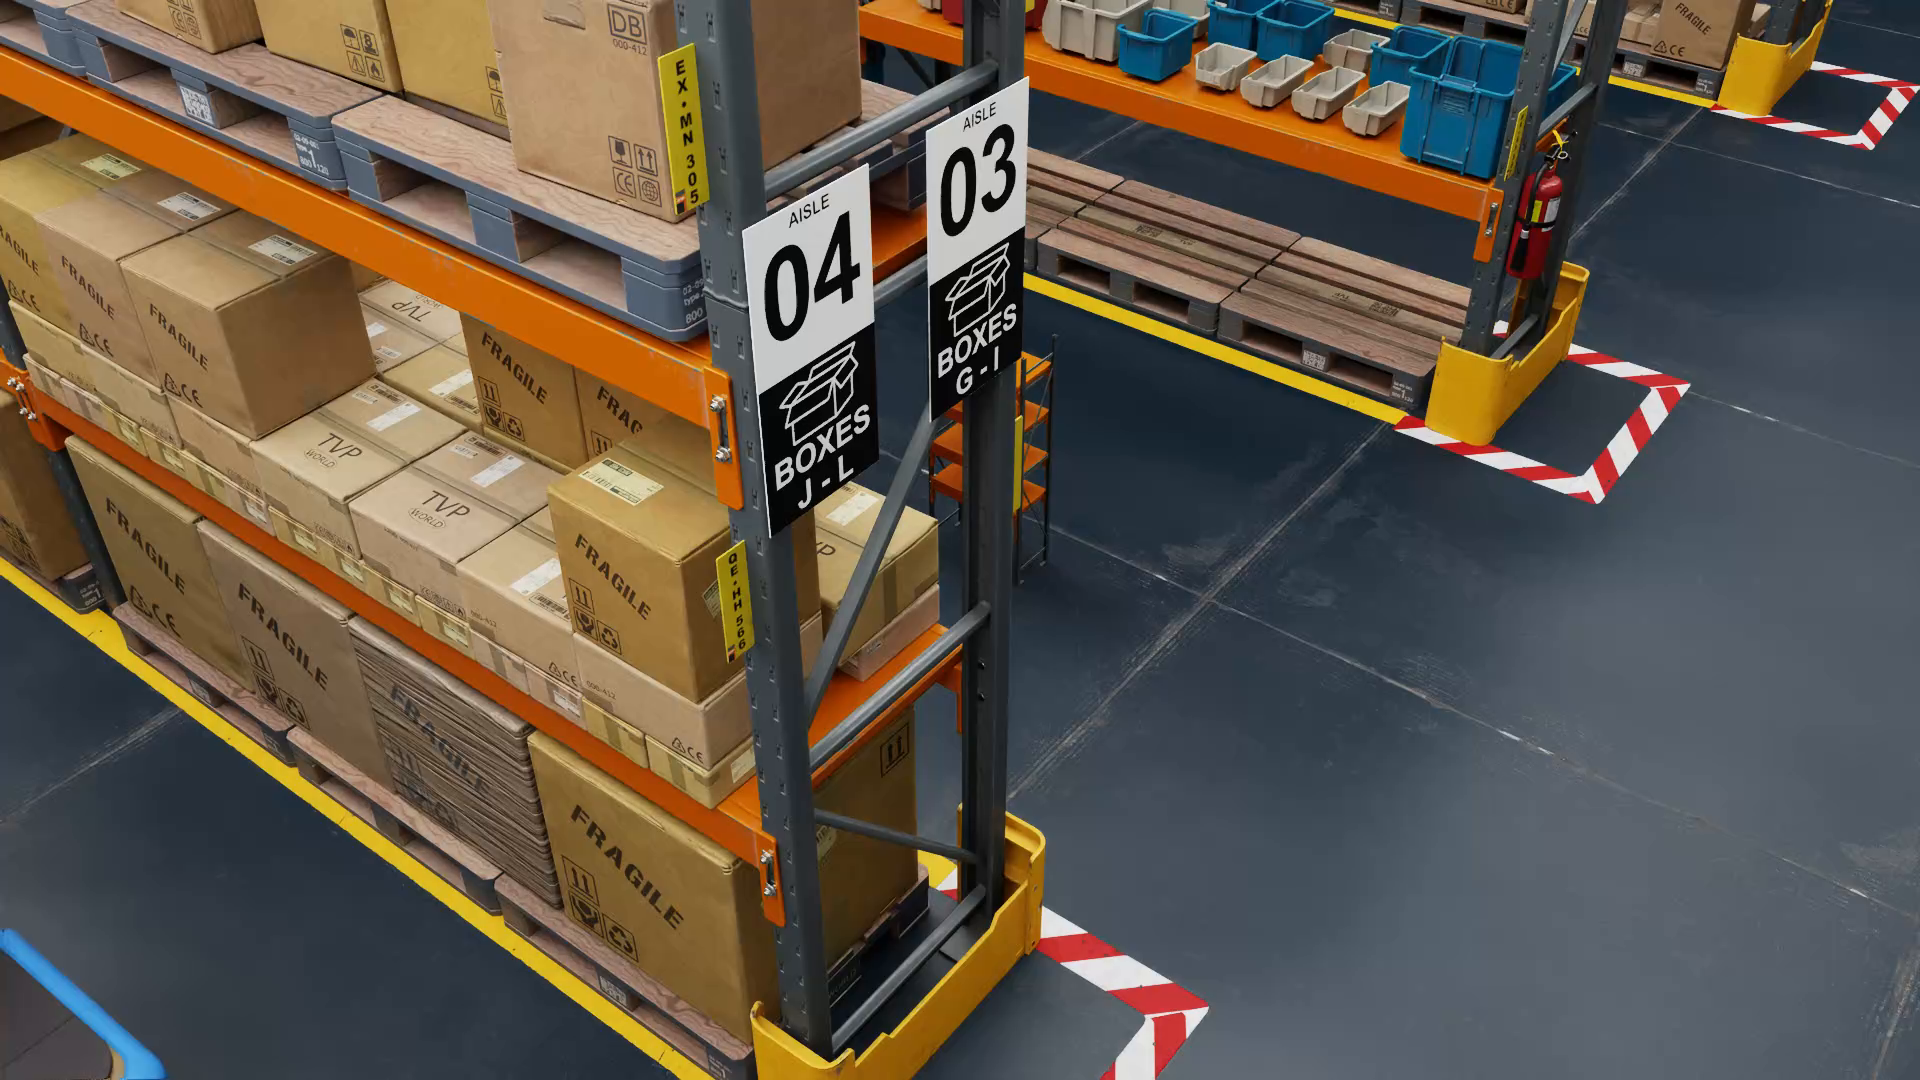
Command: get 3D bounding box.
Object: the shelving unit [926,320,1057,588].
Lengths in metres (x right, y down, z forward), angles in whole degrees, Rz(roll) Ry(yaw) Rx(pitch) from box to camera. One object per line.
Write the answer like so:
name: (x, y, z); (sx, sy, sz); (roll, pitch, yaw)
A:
shelving unit: (0.131, -0.410, 7.301); (0.503, 1.200, 0.258); (25, 45, 29)

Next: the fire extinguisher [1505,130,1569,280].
fire extinguisher: (2.658, -1.531, 7.637); (0.183, 0.674, 0.296); (25, 45, 29)

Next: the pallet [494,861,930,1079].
pallet: (-0.878, 1.275, 5.950); (1.213, 0.211, 1.003); (25, 45, 29)

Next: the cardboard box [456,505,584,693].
cardboard box: (-1.144, 0.138, 5.021); (0.500, 0.250, 0.500); (24, 44, 28)

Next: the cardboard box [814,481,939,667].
cardboard box: (-0.412, 0.068, 5.110); (0.500, 0.250, 0.500); (24, 44, 27)

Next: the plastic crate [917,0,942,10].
plastic crate: (-0.080, -3.161, 9.519); (0.243, 0.136, 0.396); (25, 45, 29)

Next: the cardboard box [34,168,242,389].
cardboard box: (-2.761, -0.920, 5.764); (0.500, 0.500, 0.500); (25, 45, 29)

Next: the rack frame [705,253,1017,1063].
rack frame: (-0.195, 0.438, 4.757); (0.127, 3.000, 1.000); (25, 45, 29)

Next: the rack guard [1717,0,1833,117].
rack guard: (5.766, -3.455, 11.758); (0.348, 0.500, 1.175); (25, 45, 29)

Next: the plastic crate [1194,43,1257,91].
plastic crate: (1.352, -2.433, 8.590); (0.250, 0.136, 0.298); (25, 45, 29)

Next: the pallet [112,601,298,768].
pallet: (-2.816, 0.361, 7.117); (1.213, 0.211, 1.003); (25, 45, 29)

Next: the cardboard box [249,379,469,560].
cardboard box: (-1.964, -0.245, 5.510); (0.500, 0.250, 0.500); (25, 45, 29)

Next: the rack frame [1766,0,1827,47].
rack frame: (5.826, -4.411, 10.951); (0.127, 3.000, 1.000); (25, 45, 29)

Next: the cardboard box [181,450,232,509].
cardboard box: (-2.508, -0.297, 5.900); (0.250, 0.149, 0.380); (25, 44, 28)

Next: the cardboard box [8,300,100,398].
cardboard box: (-3.158, -0.814, 6.237); (0.500, 0.250, 0.500); (24, 44, 28)

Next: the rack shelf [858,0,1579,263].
rack shelf: (1.226, -2.453, 9.033); (4.000, 0.370, 1.077); (25, 45, 29)

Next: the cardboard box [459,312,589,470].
cardboard box: (-1.224, -0.605, 5.362); (0.500, 0.500, 0.500); (24, 44, 27)

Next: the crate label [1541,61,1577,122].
crate label: (2.818, -2.198, 8.212); (0.303, 0.233, 0.416); (25, 45, 29)

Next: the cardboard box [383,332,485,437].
cardboard box: (-1.644, -0.506, 5.844); (0.500, 0.250, 0.500); (24, 44, 28)

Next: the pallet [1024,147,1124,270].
pallet: (0.245, -2.131, 10.300); (1.213, 0.211, 1.003); (25, 45, 29)

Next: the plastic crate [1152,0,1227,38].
plastic crate: (1.203, -2.900, 9.186); (0.466, 0.136, 0.293); (25, 45, 29)

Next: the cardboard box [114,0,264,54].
cardboard box: (-1.961, -1.753, 4.619); (0.500, 0.500, 0.700); (27, 46, 30)

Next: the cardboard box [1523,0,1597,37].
cardboard box: (4.508, -3.955, 12.242); (0.500, 0.250, 0.500); (25, 45, 29)

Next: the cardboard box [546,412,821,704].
cardboard box: (-0.742, 0.031, 4.549); (0.500, 0.500, 0.500); (26, 45, 29)

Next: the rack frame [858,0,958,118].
rack frame: (-0.363, -3.485, 9.768); (0.127, 3.000, 1.000); (25, 45, 29)

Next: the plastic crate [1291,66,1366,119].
plastic crate: (1.835, -2.239, 8.342); (0.243, 0.136, 0.396); (25, 45, 29)

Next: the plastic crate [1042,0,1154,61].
plastic crate: (0.738, -2.800, 8.941); (0.530, 0.282, 0.437); (25, 45, 29)

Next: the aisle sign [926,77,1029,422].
aisle sign: (0.044, -0.705, 4.109); (0.004, 0.787, 0.394); (25, 45, 29)

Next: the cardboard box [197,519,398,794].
cardboard box: (-2.182, 0.235, 6.400); (0.875, 0.875, 0.875); (25, 45, 29)

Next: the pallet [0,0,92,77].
pallet: (-2.729, -1.895, 5.375); (1.213, 0.211, 1.003); (25, 45, 29)

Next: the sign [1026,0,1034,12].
sign: (0.147, -1.388, 3.883); (0.005, 0.325, 0.100); (25, 45, 29)

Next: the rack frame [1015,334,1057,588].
rack frame: (0.325, -0.319, 7.184); (0.015, 1.200, 0.240); (25, 45, 29)

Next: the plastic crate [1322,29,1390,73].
plastic crate: (2.075, -2.575, 8.771); (0.298, 0.136, 0.250); (25, 45, 29)

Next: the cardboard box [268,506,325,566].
cardboard box: (-2.100, -0.104, 5.654); (0.250, 0.149, 0.380); (24, 44, 27)

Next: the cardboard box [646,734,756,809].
cardboard box: (-0.678, 0.565, 4.799); (0.250, 0.149, 0.380); (26, 45, 29)

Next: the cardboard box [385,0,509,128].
cardboard box: (-1.014, -1.425, 4.201); (0.500, 0.500, 0.700); (24, 44, 27)

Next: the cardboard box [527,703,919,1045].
cardboard box: (-0.752, 0.909, 5.539); (0.875, 0.875, 0.875); (25, 45, 29)

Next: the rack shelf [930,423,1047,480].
rack shelf: (0.131, -0.357, 7.342); (0.480, 0.148, 0.258); (25, 45, 29)

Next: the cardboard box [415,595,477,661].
cardboard box: (-1.490, 0.183, 5.287); (0.250, 0.149, 0.380); (24, 44, 28)

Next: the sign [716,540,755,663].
sign: (-0.536, 0.149, 3.994); (0.005, 0.325, 0.100); (25, 45, 29)

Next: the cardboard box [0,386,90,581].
cardboard box: (-3.893, -0.619, 7.490); (0.875, 0.875, 1.225); (25, 45, 29)

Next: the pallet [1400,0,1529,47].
pallet: (4.167, -4.097, 12.812); (1.213, 0.211, 1.003); (25, 45, 29)

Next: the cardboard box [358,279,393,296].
cardboard box: (-2.449, -0.889, 6.332); (0.500, 0.250, 0.500); (27, 45, 30)

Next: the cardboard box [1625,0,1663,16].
cardboard box: (5.170, -4.032, 12.340); (0.500, 0.250, 0.500); (25, 45, 29)

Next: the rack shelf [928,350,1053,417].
rack shelf: (0.131, -0.720, 7.059); (0.480, 0.148, 0.258); (25, 45, 29)

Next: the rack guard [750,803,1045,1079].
rack guard: (-0.176, 1.431, 5.516); (0.348, 0.500, 1.175); (25, 45, 29)

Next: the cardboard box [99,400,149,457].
cardboard box: (-2.921, -0.491, 6.147); (0.250, 0.149, 0.380); (27, 45, 30)

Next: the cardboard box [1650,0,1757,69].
cardboard box: (5.245, -3.683, 11.692); (0.500, 0.500, 0.500); (25, 45, 29)

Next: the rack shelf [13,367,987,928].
rack shelf: (-1.784, -0.028, 5.936); (4.000, 0.370, 1.077); (25, 45, 29)
